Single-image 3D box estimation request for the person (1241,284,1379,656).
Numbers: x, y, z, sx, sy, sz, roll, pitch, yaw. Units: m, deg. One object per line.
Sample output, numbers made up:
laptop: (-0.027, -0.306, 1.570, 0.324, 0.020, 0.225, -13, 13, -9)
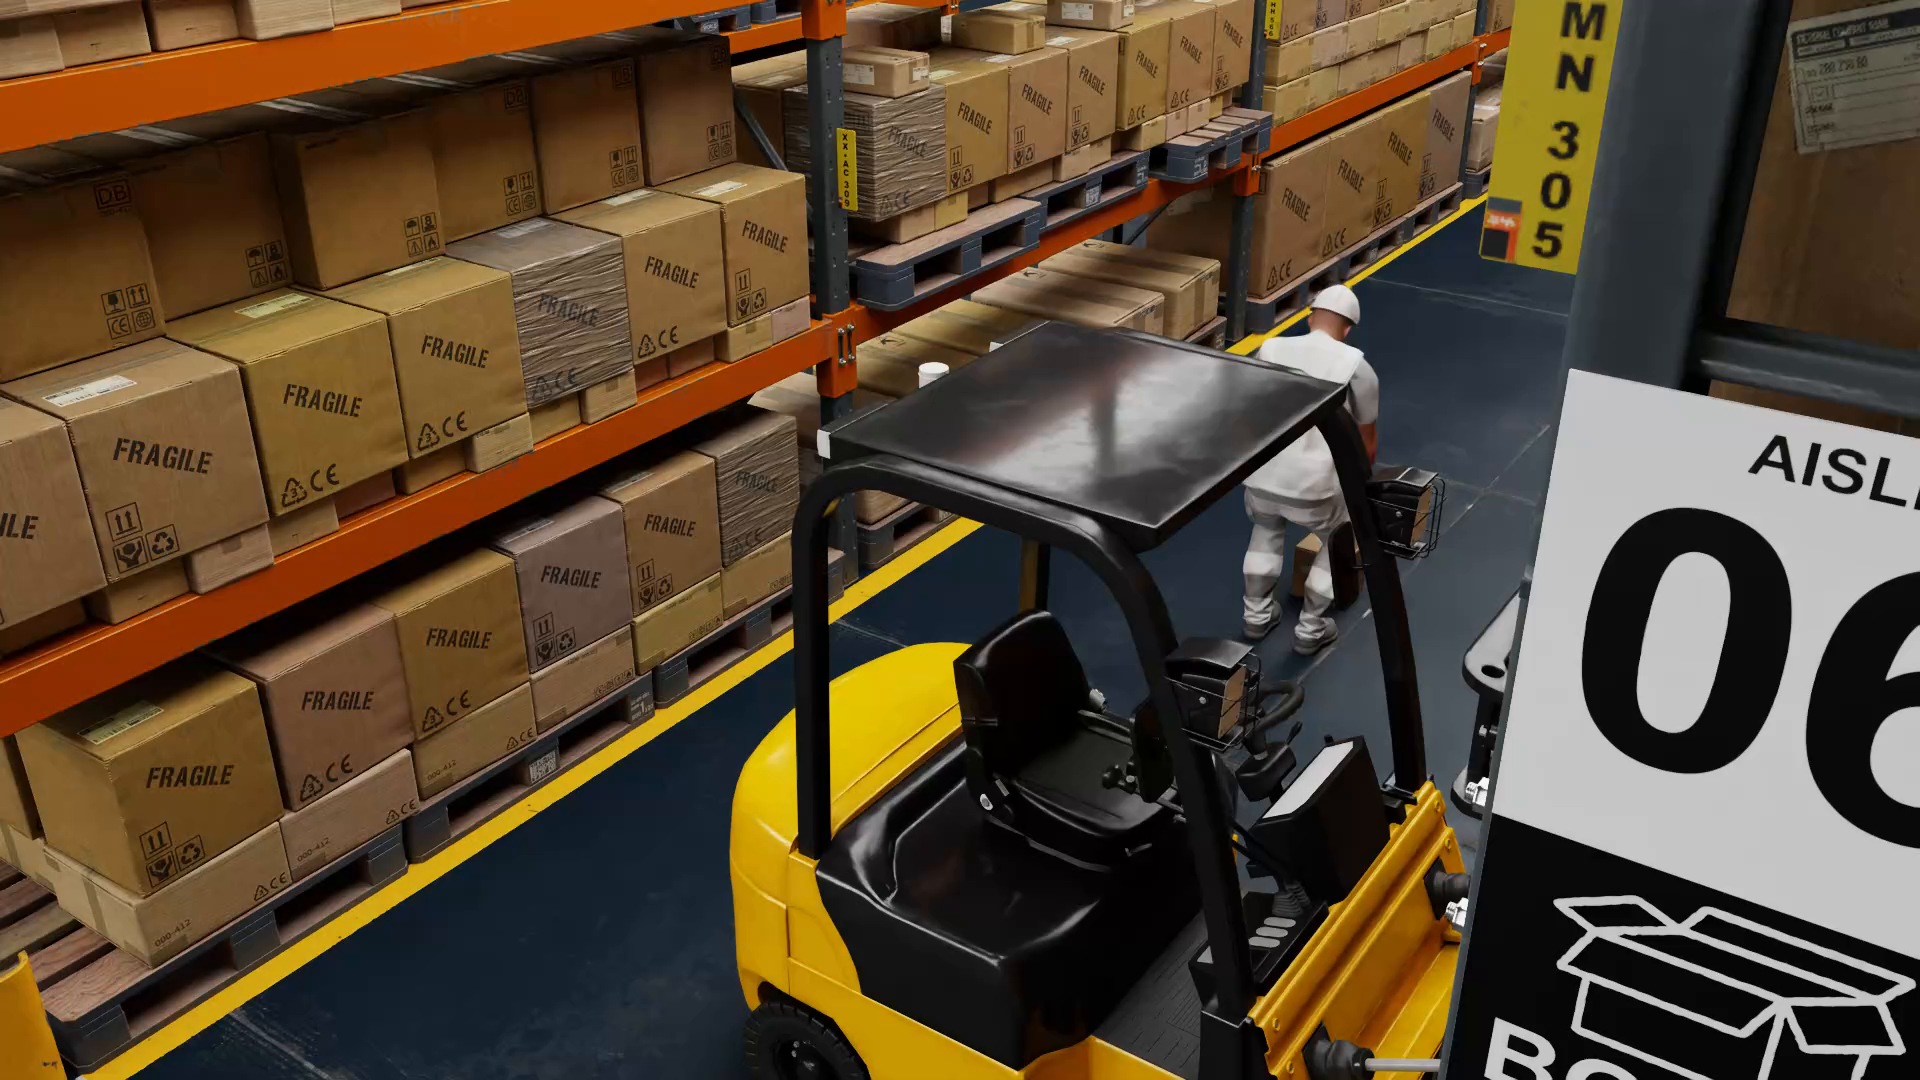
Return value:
person: (1.428, -0.291, 6.989, 0.581, 1.500, 0.711, 17, 32, 31)
